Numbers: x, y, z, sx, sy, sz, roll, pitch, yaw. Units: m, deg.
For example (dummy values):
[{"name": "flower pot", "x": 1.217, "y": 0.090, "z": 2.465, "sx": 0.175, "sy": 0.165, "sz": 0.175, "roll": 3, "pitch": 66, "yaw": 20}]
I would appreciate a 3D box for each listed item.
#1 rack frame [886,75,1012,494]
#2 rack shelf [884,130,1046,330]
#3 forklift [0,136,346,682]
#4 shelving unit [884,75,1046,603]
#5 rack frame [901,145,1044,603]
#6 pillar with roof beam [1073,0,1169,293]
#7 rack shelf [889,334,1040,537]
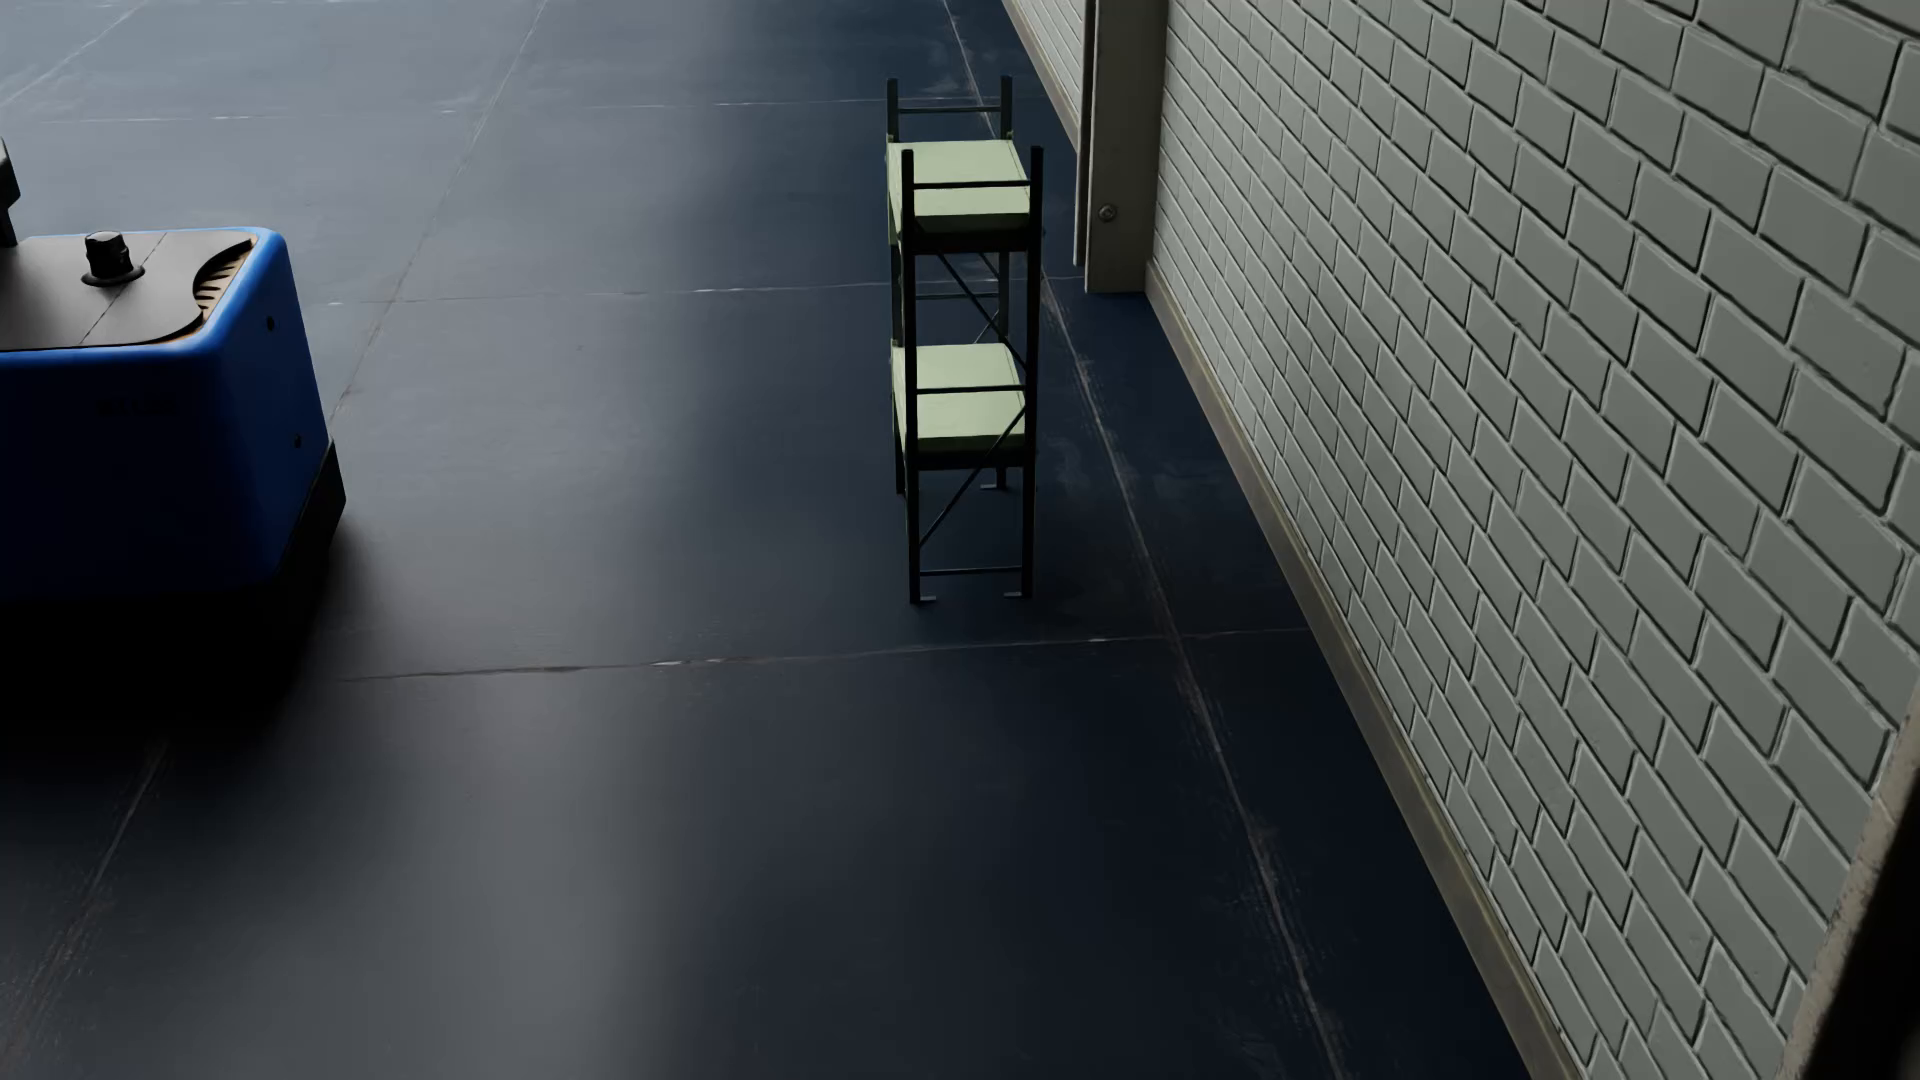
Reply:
[{"name": "rack frame", "x": -0.034, "y": -0.827, "z": 5.673, "sx": 0.400, "sy": 1.500, "sz": 0.023, "roll": -3, "pitch": 31, "yaw": -5}, {"name": "rack shelf", "x": 0.001, "y": -0.976, "z": 5.160, "sx": 0.431, "sy": 0.370, "sz": 0.720, "roll": -3, "pitch": 31, "yaw": -5}, {"name": "forklift", "x": -3.599, "y": -1.012, "z": 4.586, "sx": 3.031, "sy": 2.935, "sz": 1.130, "roll": -4, "pitch": 31, "yaw": -7}, {"name": "shelving unit", "x": 0.001, "y": -0.640, "z": 5.360, "sx": 0.431, "sy": 1.500, "sz": 0.755, "roll": -3, "pitch": 31, "yaw": -5}, {"name": "rack frame", "x": 0.035, "y": -0.454, "z": 5.047, "sx": 0.400, "sy": 1.500, "sz": 0.023, "roll": -3, "pitch": 31, "yaw": -5}, {"name": "pillar with roof beam", "x": -3.570, "y": -4.902, "z": 5.181, "sx": 9.100, "sy": 9.000, "sz": 0.400, "roll": -3, "pitch": 31, "yaw": -5}, {"name": "rack shelf", "x": 0.001, "y": -0.361, "z": 5.527, "sx": 0.431, "sy": 0.370, "sz": 0.720, "roll": -3, "pitch": 31, "yaw": -5}]
